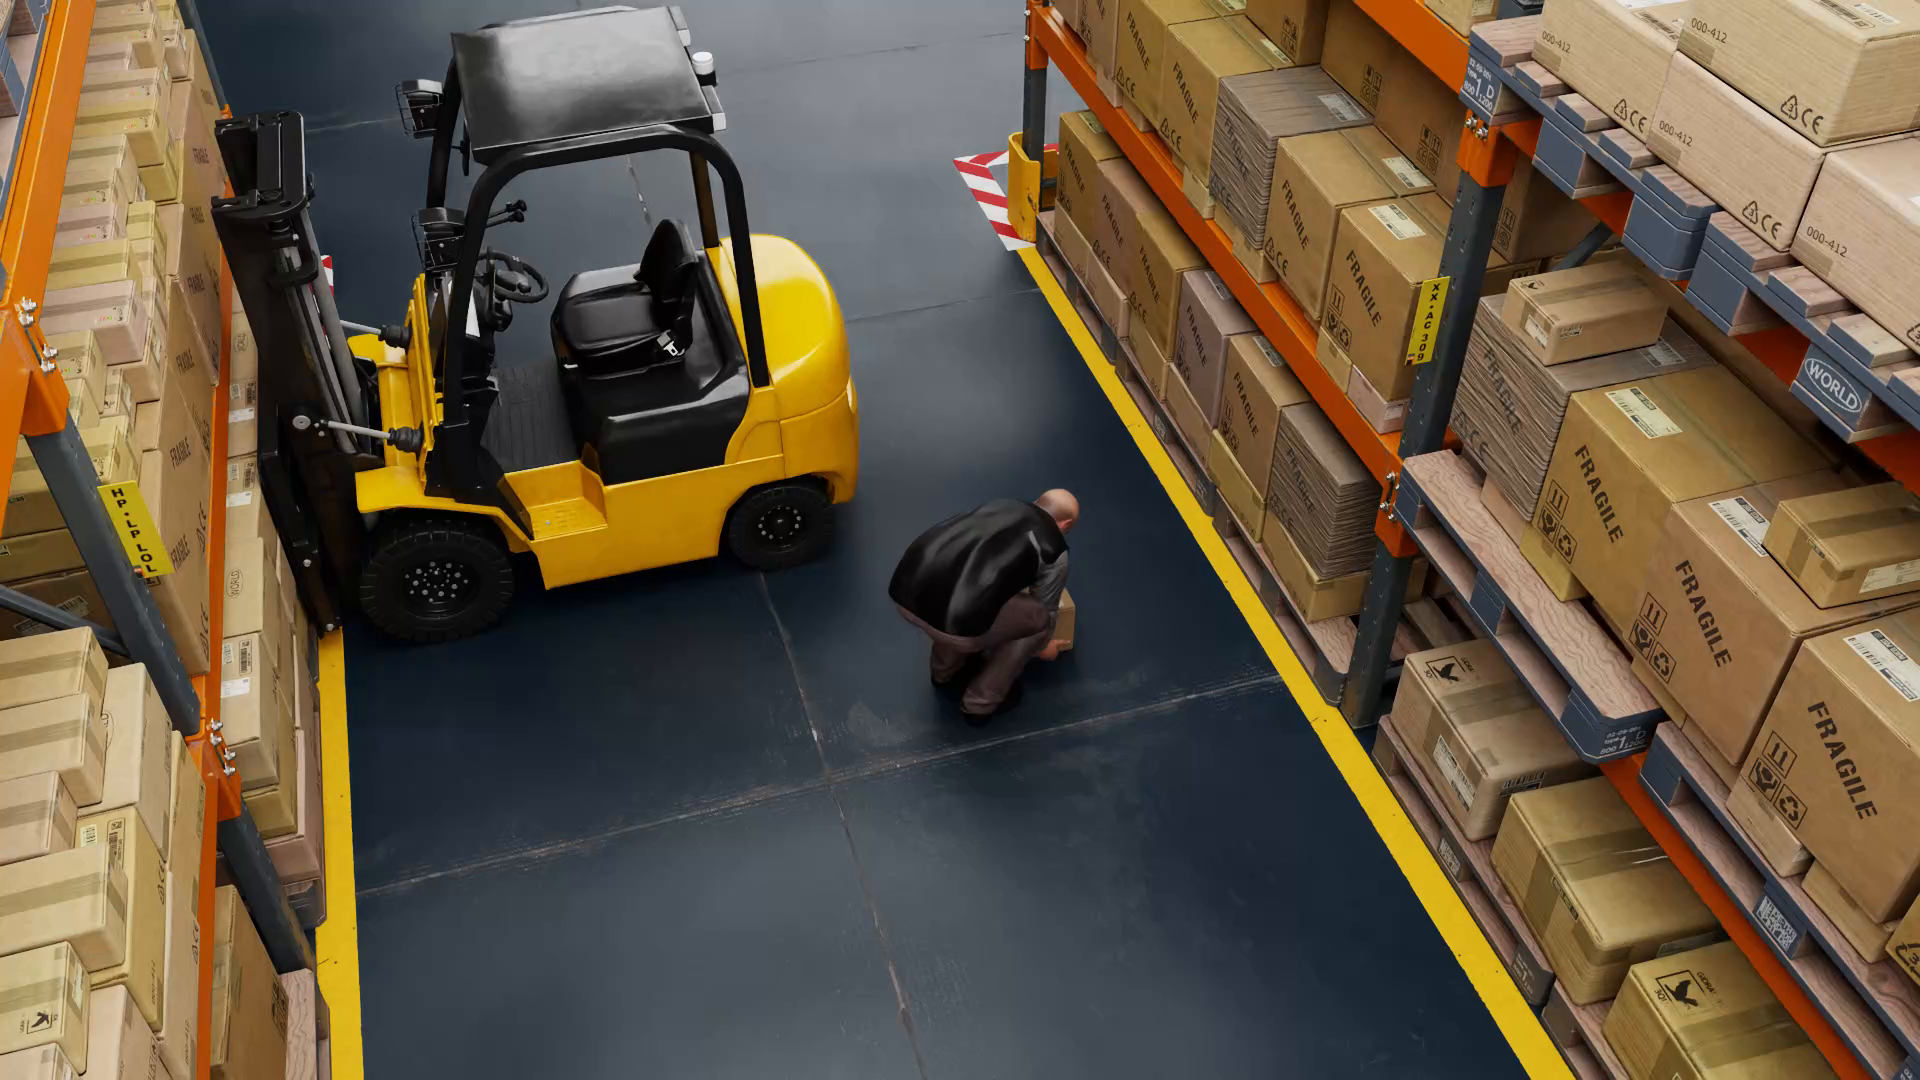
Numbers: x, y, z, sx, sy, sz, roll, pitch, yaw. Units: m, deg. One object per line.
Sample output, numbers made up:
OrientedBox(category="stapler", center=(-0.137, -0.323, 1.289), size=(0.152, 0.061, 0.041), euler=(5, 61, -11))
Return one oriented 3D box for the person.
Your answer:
OrientedBox(category="person", center=(0.142, 0.226, 6.597), size=(0.506, 0.857, 0.951), euler=(30, 50, 29))
